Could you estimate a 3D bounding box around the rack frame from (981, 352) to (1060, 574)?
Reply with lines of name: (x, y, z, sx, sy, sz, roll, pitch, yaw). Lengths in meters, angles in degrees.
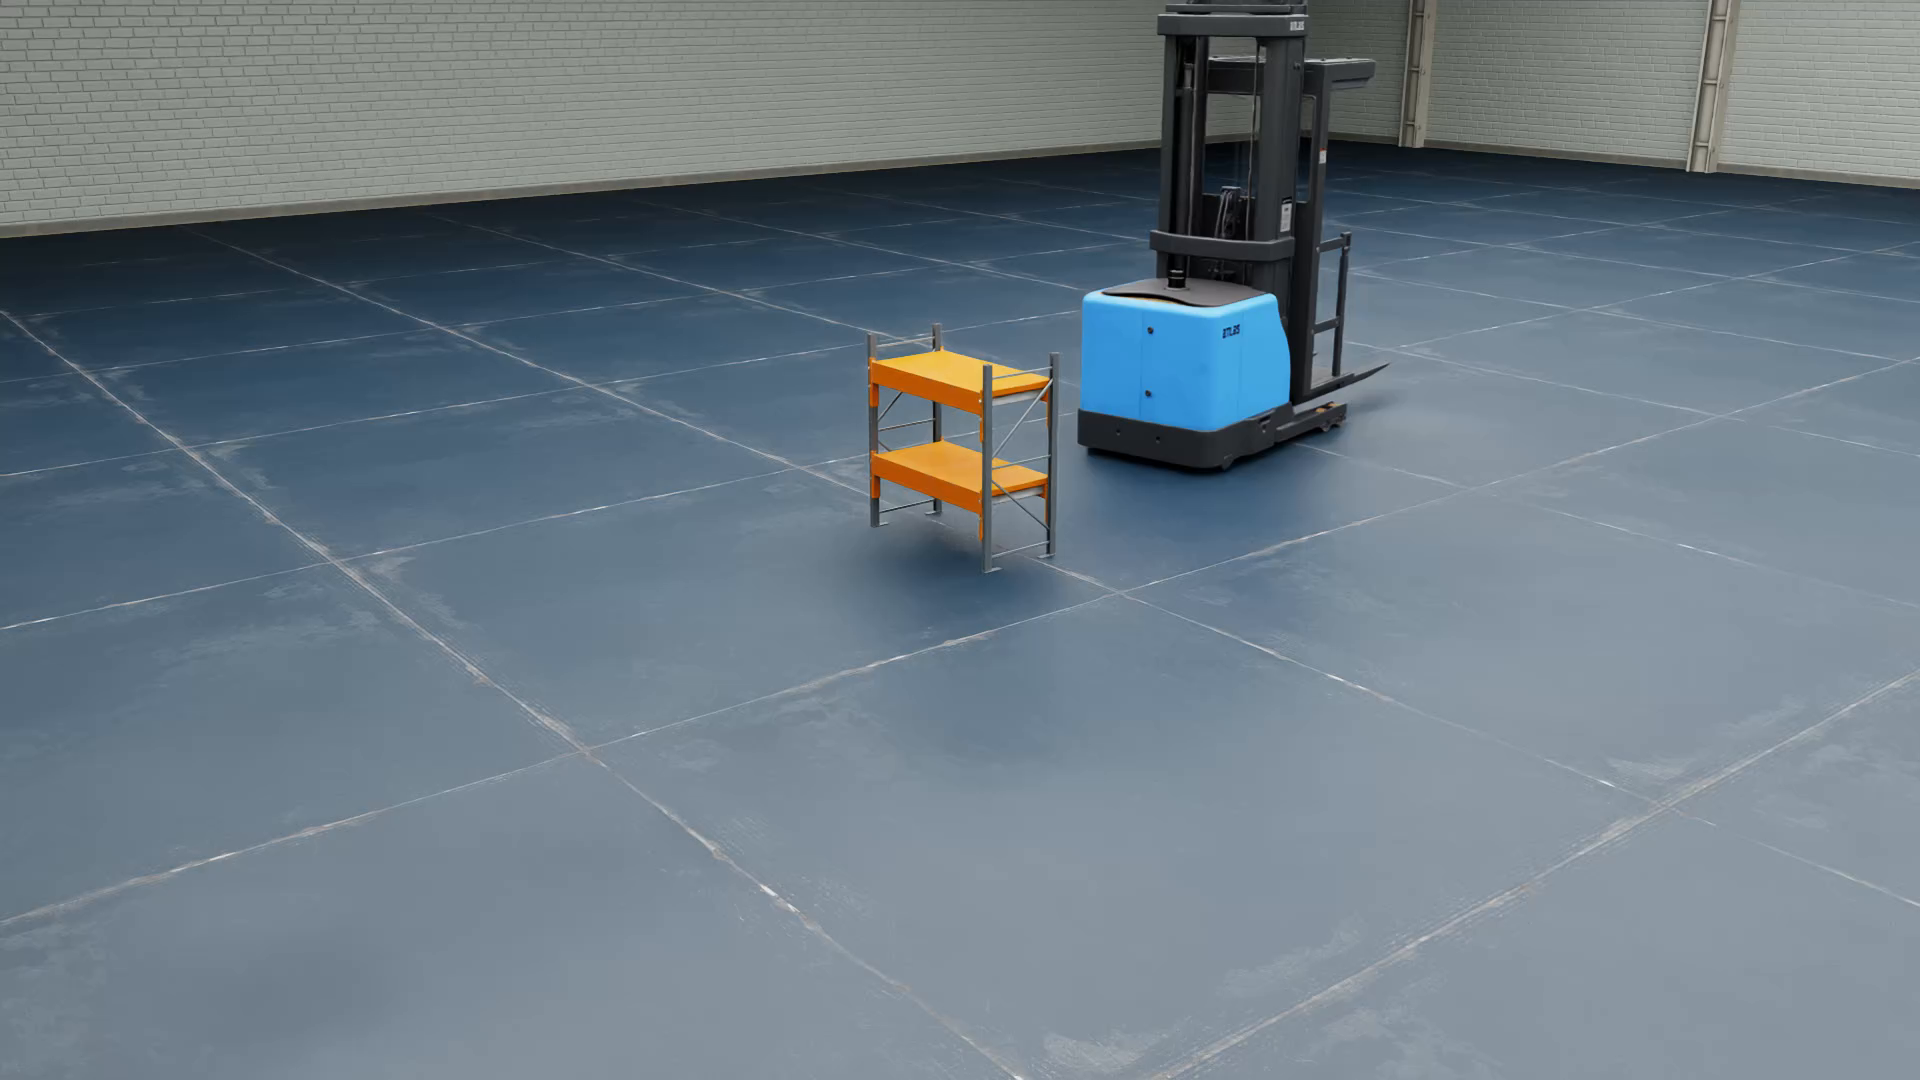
rack frame: (0.320, -0.407, 8.802, 0.500, 1.125, 0.032, -14, 23, -36)

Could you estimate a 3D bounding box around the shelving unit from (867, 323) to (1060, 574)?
shelving unit: (0.004, -0.532, 9.181, 0.538, 1.125, 1.048, -14, 23, -36)

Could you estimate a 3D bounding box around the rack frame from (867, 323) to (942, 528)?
rack frame: (-0.311, -0.658, 9.559, 0.500, 1.125, 0.032, -14, 23, -36)

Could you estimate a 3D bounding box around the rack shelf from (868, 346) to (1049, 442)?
rack shelf: (0.004, -0.810, 9.089, 0.538, 0.278, 1.000, -14, 23, -36)

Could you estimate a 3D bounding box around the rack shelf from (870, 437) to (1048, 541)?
rack shelf: (0.004, -0.300, 9.258, 0.538, 0.278, 1.000, -14, 23, -36)

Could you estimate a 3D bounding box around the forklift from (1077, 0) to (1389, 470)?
forklift: (2.094, -2.236, 11.451, 1.130, 2.935, 3.031, 14, 23, 36)

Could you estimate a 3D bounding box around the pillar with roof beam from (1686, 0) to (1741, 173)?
pillar with roof beam: (9.247, -9.707, 24.361, 9.100, 9.000, 0.400, -14, 23, -36)

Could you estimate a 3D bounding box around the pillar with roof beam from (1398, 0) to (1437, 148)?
pillar with roof beam: (5.521, -11.185, 28.826, 9.100, 9.000, 0.400, -14, 23, -36)
